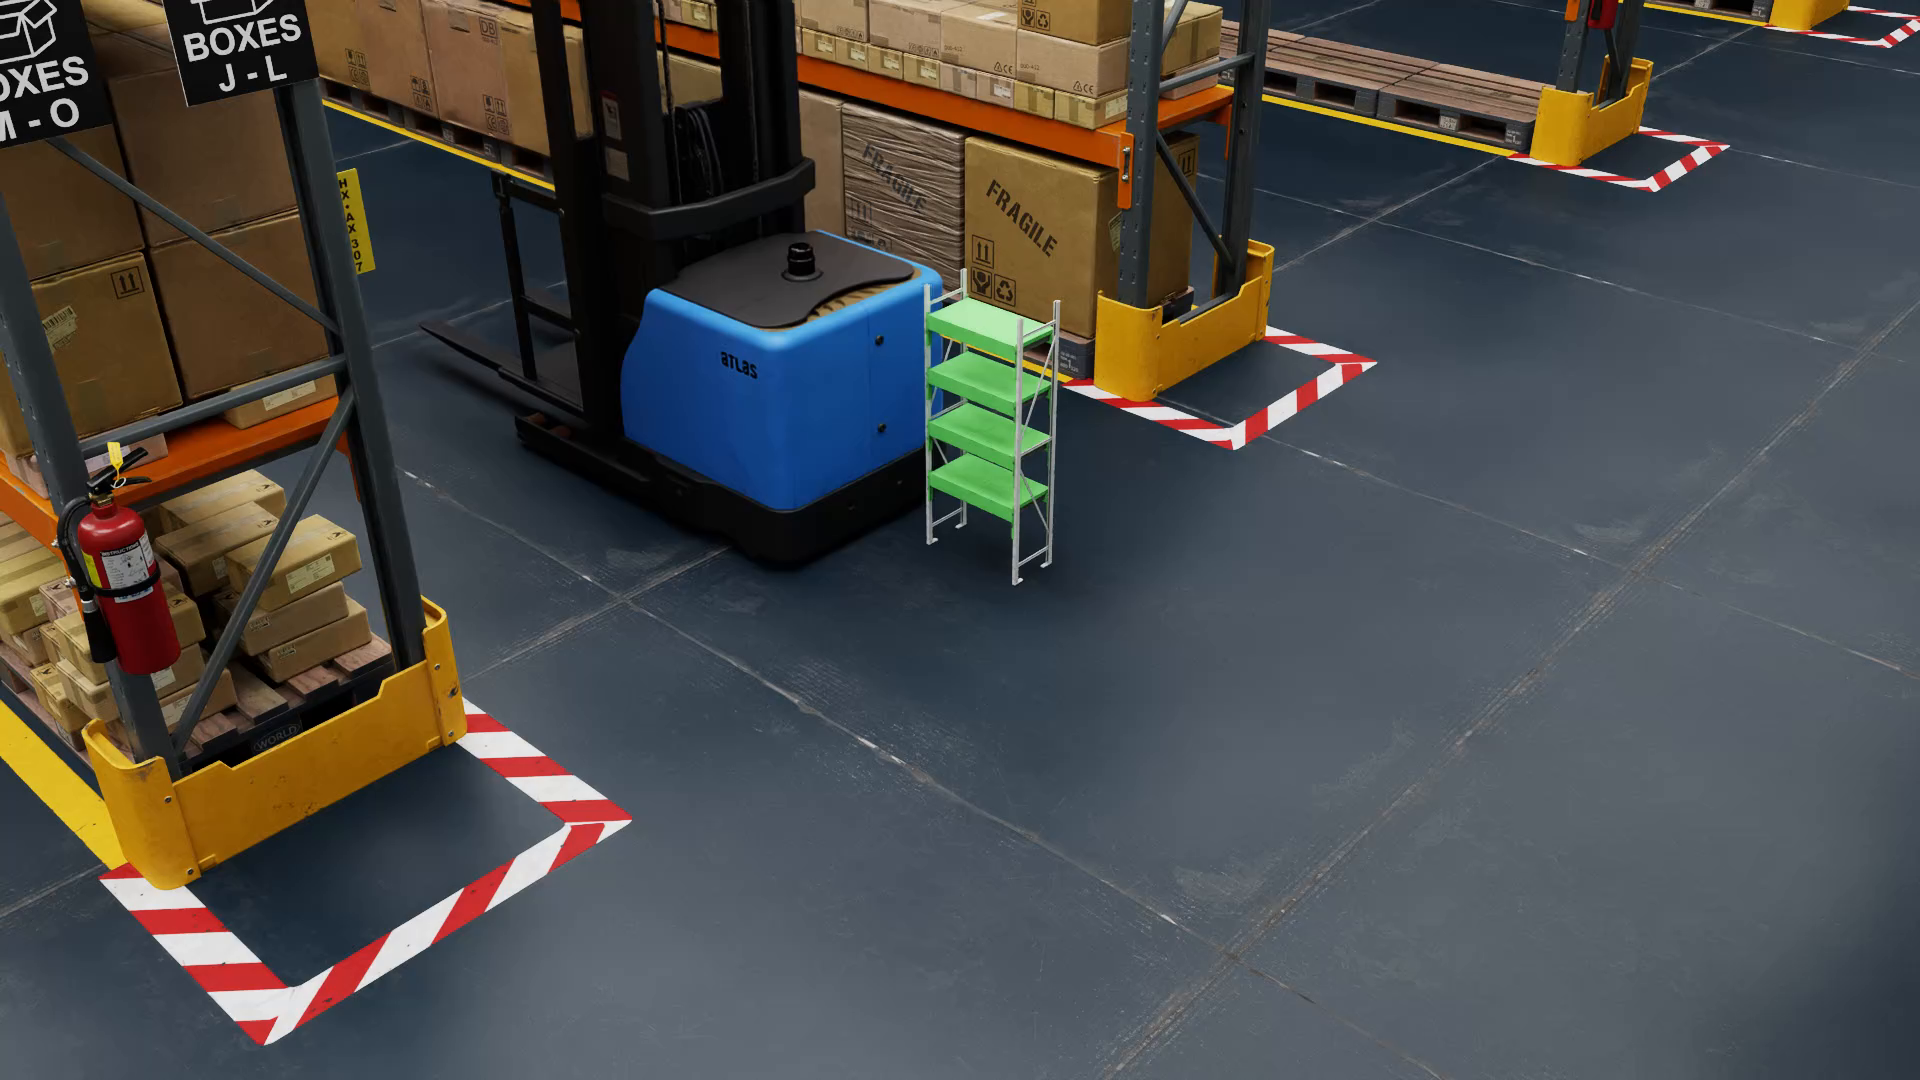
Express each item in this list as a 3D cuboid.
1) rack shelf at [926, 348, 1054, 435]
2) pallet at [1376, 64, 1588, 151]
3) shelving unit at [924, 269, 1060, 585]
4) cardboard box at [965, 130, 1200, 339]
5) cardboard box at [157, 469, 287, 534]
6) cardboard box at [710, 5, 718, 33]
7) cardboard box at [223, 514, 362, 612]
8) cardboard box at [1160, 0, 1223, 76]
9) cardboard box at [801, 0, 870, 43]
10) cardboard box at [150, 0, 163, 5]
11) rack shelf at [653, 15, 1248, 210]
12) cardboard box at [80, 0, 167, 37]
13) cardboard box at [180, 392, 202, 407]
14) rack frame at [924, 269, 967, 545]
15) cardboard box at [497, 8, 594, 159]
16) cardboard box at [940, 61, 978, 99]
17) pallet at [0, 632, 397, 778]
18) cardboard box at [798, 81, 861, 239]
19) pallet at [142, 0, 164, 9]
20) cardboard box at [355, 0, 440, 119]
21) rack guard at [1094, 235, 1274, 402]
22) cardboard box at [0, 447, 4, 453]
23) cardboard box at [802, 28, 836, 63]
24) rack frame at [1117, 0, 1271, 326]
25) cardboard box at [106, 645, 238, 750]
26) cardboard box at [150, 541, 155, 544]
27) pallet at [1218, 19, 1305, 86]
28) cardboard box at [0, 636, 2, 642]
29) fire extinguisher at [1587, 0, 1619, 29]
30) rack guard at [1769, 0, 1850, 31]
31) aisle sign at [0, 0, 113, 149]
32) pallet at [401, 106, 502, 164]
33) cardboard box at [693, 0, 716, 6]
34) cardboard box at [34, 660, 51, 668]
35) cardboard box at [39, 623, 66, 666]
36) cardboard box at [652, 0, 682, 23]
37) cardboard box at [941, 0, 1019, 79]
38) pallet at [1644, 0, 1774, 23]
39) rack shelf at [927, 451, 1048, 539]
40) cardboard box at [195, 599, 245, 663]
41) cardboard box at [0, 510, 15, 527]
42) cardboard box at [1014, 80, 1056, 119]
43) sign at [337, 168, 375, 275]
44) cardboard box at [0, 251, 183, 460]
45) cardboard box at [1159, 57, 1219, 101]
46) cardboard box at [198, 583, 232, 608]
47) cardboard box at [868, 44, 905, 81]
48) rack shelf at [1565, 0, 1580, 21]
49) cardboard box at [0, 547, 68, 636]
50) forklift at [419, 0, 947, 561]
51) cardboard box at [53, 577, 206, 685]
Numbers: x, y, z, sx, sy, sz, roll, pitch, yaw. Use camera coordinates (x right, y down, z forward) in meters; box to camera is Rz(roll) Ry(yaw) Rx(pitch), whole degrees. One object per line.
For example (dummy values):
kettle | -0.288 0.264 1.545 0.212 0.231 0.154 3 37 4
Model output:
rack shelf | 0.123 -0.608 6.755 0.480 0.148 0.258 25 39 35
pallet | 3.902 -3.257 12.456 1.213 0.211 1.003 25 39 35
shelving unit | 0.123 -0.457 6.845 0.503 1.200 0.258 25 39 35
cardboard box | 0.636 -1.718 8.849 0.875 0.875 0.875 25 39 35
cardboard box | -2.785 -0.106 6.299 0.250 0.149 0.380 25 39 35
cardboard box | -1.219 -3.033 9.623 0.250 0.149 0.380 24 38 34
cardboard box | -2.400 0.079 5.990 0.250 0.149 0.380 23 38 33
cardboard box | 0.989 -2.590 8.502 0.500 0.250 0.500 24 38 34
cardboard box | -0.515 -2.918 9.045 0.500 0.250 0.500 25 39 35
cardboard box | -6.951 -5.135 14.869 0.500 0.500 0.700 25 39 35
rack shelf | -0.319 -2.642 9.428 4.000 0.370 1.077 25 39 35
cardboard box | -2.772 -1.424 5.352 0.500 0.500 0.500 26 40 36
cardboard box | -2.476 -0.598 5.579 0.250 0.149 0.380 27 40 37
rack frame | -0.058 -0.541 6.986 0.015 1.200 0.240 25 39 35
cardboard box | -2.289 -3.126 11.187 0.875 0.875 1.225 25 39 35
cardboard box | 0.115 -2.411 8.591 0.250 0.149 0.380 26 40 36
pallet | -2.874 0.478 6.252 1.213 0.211 1.003 25 39 35
cardboard box | -0.699 -2.341 9.884 0.875 0.875 0.875 25 39 35
pallet | -7.155 -4.947 15.263 1.213 0.211 1.003 25 39 35
cardboard box | -3.614 -3.738 12.204 0.875 0.875 1.225 25 39 35
rack guard | 1.182 -1.179 8.723 0.348 0.500 1.175 25 39 35
cardboard box | -2.830 -0.394 5.239 0.250 0.149 0.380 25 39 35
cardboard box | -0.649 -2.766 9.180 0.250 0.149 0.380 24 38 34
rack frame | 1.164 -2.258 8.092 0.127 3.000 1.000 25 39 35
cardboard box | -2.769 0.543 5.797 0.250 0.149 0.380 26 40 36
cardboard box | -2.979 -0.059 6.508 0.250 0.149 0.380 26 40 36
pallet | 2.093 -4.102 13.859 1.213 0.211 1.003 25 39 35
cardboard box | -3.589 0.224 6.327 0.250 0.149 0.380 23 38 33
fire extinguisher | 4.295 -3.733 10.979 0.183 0.674 0.296 25 39 35
rack guard | 7.758 -5.000 15.071 0.348 0.500 1.175 25 39 35
aisle sign | -2.386 -1.370 4.097 0.004 0.787 0.394 25 39 35
pallet | -3.333 -3.108 12.208 1.213 0.211 1.003 25 39 35
cardboard box | -1.264 -3.269 9.628 0.500 0.250 0.500 25 39 35
cardboard box | -3.166 0.368 6.087 0.250 0.149 0.380 25 39 35
cardboard box | -2.980 0.333 5.857 0.250 0.149 0.380 24 38 34
cardboard box | -1.611 -3.214 9.924 0.250 0.149 0.380 24 38 34
cardboard box | 0.251 -2.563 8.456 0.500 0.250 0.500 24 39 34
pallet | 7.166 -5.152 15.603 1.213 0.211 1.003 25 39 35
rack shelf | 0.123 -0.196 7.002 0.480 0.148 0.258 25 39 35
cardboard box | -2.662 0.282 6.230 0.250 0.149 0.380 25 39 35
cardboard box | -3.613 -0.031 6.174 0.250 0.149 0.380 27 40 37
cardboard box | 0.485 -2.237 8.301 0.250 0.149 0.380 25 39 36
sign | -1.875 -0.975 5.121 0.005 0.325 0.100 25 39 35
cardboard box | -2.745 -0.624 4.992 0.500 0.500 0.500 26 40 36
cardboard box | 1.122 -2.399 8.571 0.250 0.149 0.380 26 39 36
cardboard box | -2.620 0.122 6.207 0.250 0.149 0.380 25 39 35
cardboard box | -0.272 -2.590 8.888 0.250 0.149 0.380 25 39 35
rack shelf | 3.005 -4.536 12.574 4.000 0.370 1.077 25 39 35
cardboard box | -3.227 0.154 5.866 0.250 0.149 0.380 24 39 34
forklift | -1.489 -1.805 7.407 3.031 2.935 1.130 25 39 35
cardboard box | -2.802 0.304 5.617 0.250 0.149 0.380 26 39 36
